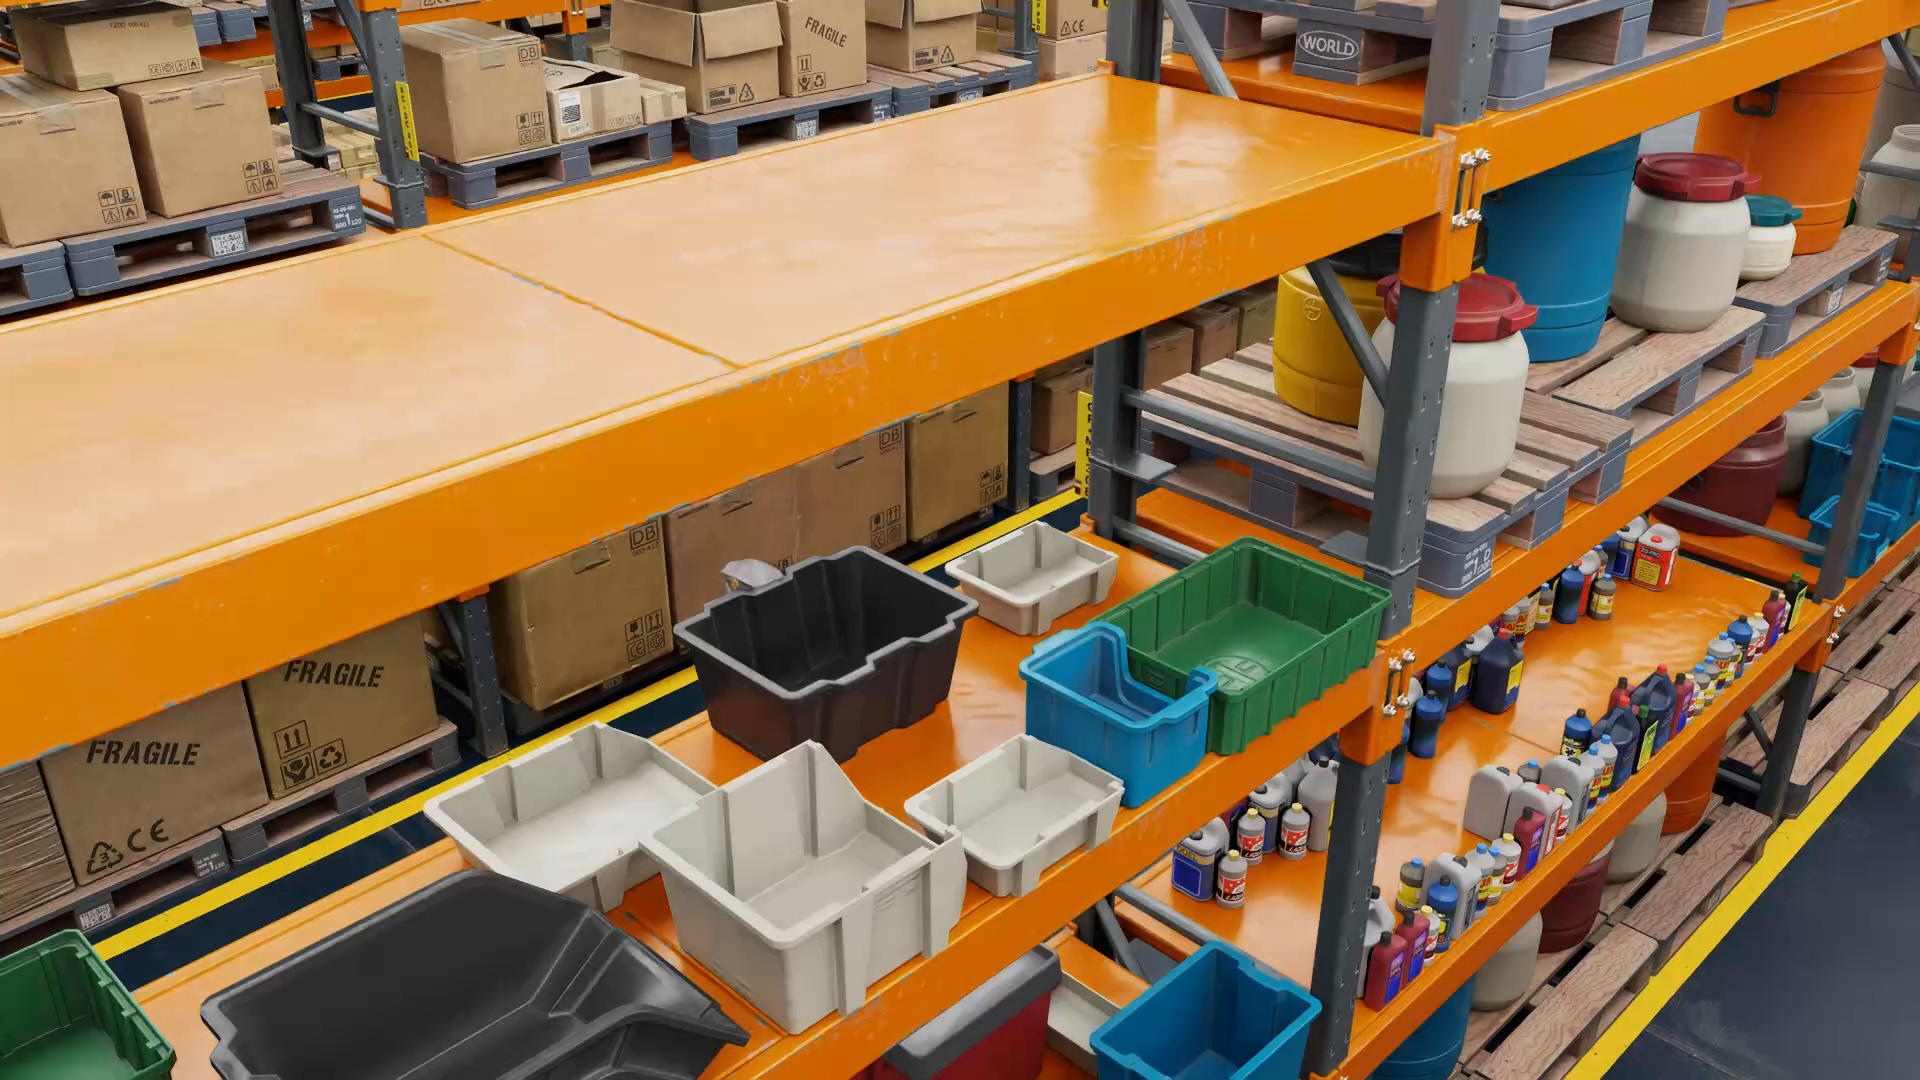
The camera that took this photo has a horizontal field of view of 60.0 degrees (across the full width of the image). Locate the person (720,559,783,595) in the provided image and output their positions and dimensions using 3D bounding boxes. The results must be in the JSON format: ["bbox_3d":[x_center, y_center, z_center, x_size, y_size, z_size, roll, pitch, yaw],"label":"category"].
[{"bbox_3d":[-0.783,0.719,7.673,0.712,1.629,0.791,21,34,35],"label":"person"}]
